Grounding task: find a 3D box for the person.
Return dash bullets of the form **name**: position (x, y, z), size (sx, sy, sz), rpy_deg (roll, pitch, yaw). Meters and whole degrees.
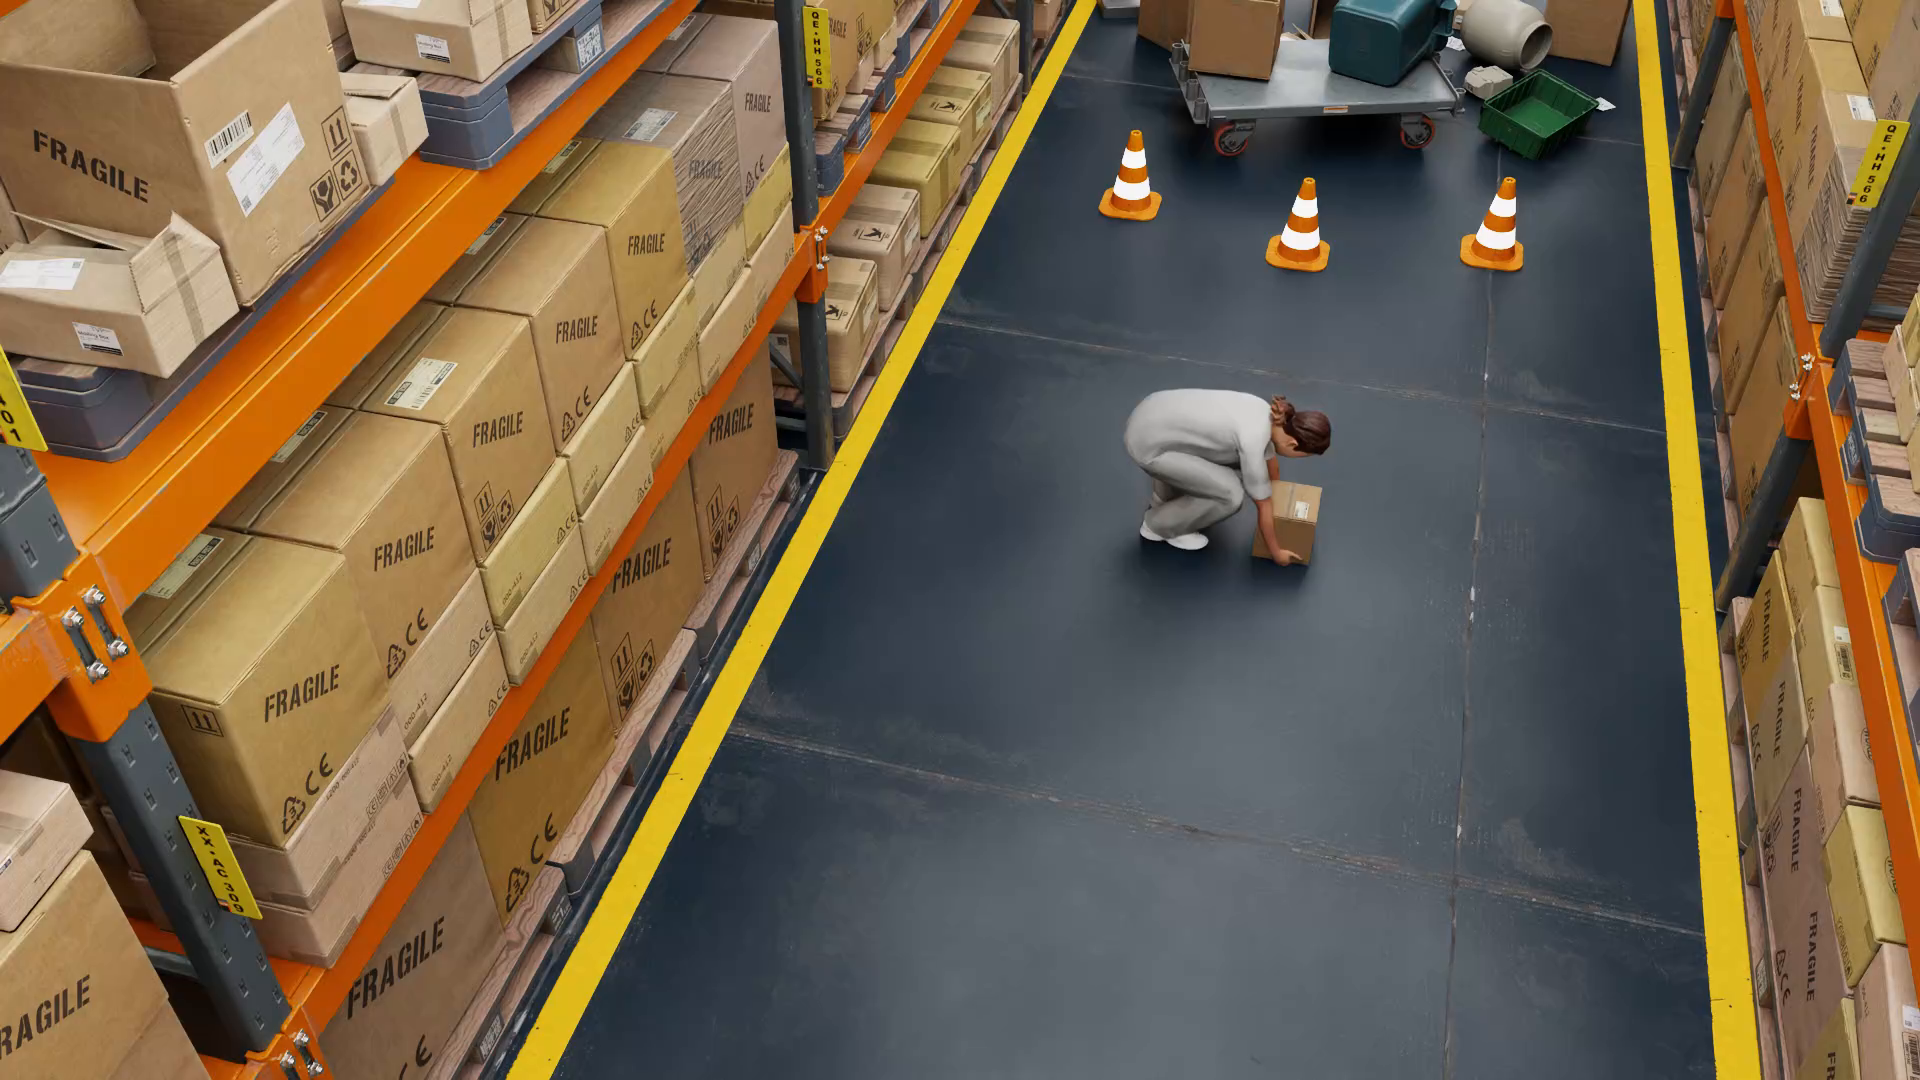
- **person**: position (1.145, -0.317, 7.252), size (0.866, 0.745, 0.458), rpy_deg (9, 42, 10)
